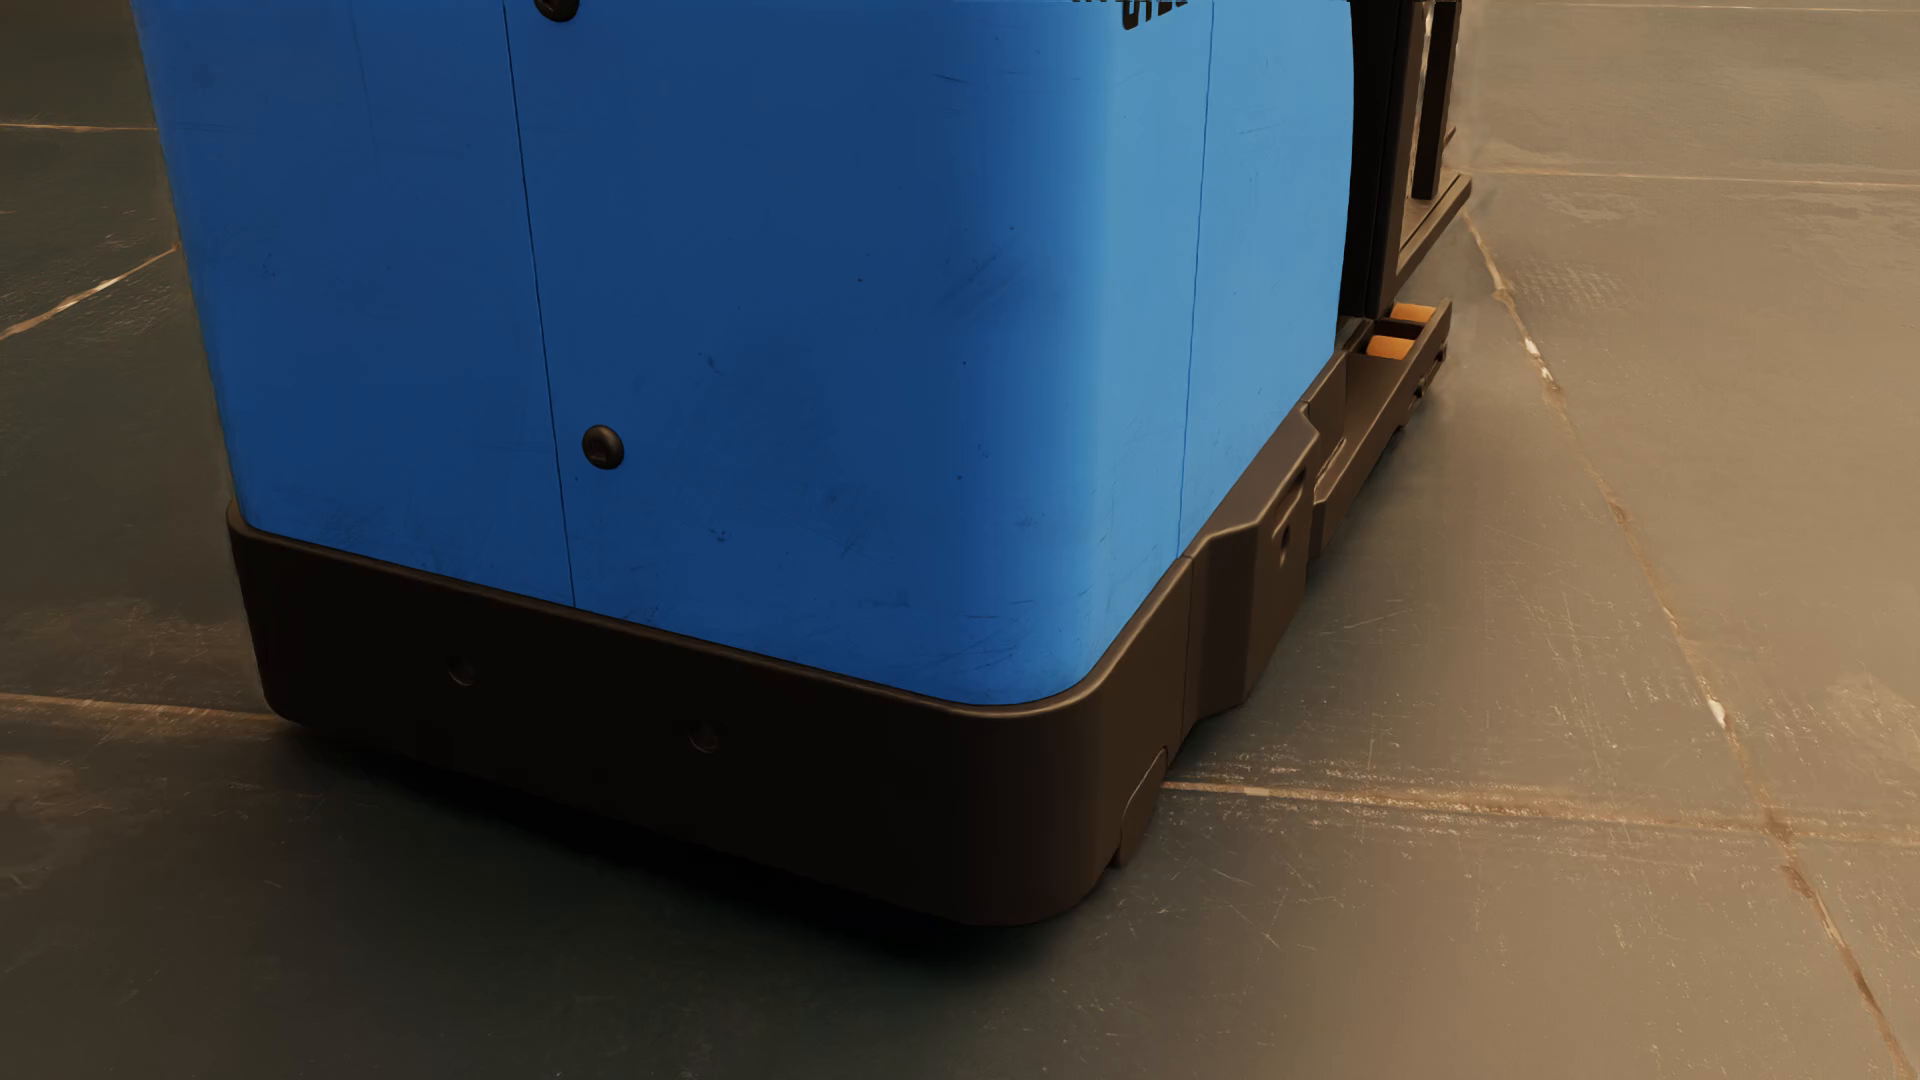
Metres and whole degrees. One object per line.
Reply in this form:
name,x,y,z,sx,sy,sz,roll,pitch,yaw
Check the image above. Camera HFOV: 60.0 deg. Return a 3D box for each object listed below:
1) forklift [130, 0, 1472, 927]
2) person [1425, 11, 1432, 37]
forklift,0.248,-1.571,2.367,1.130,2.935,3.031,12,29,22
person,1.266,-2.268,5.130,0.917,1.791,0.486,-2,27,-3
